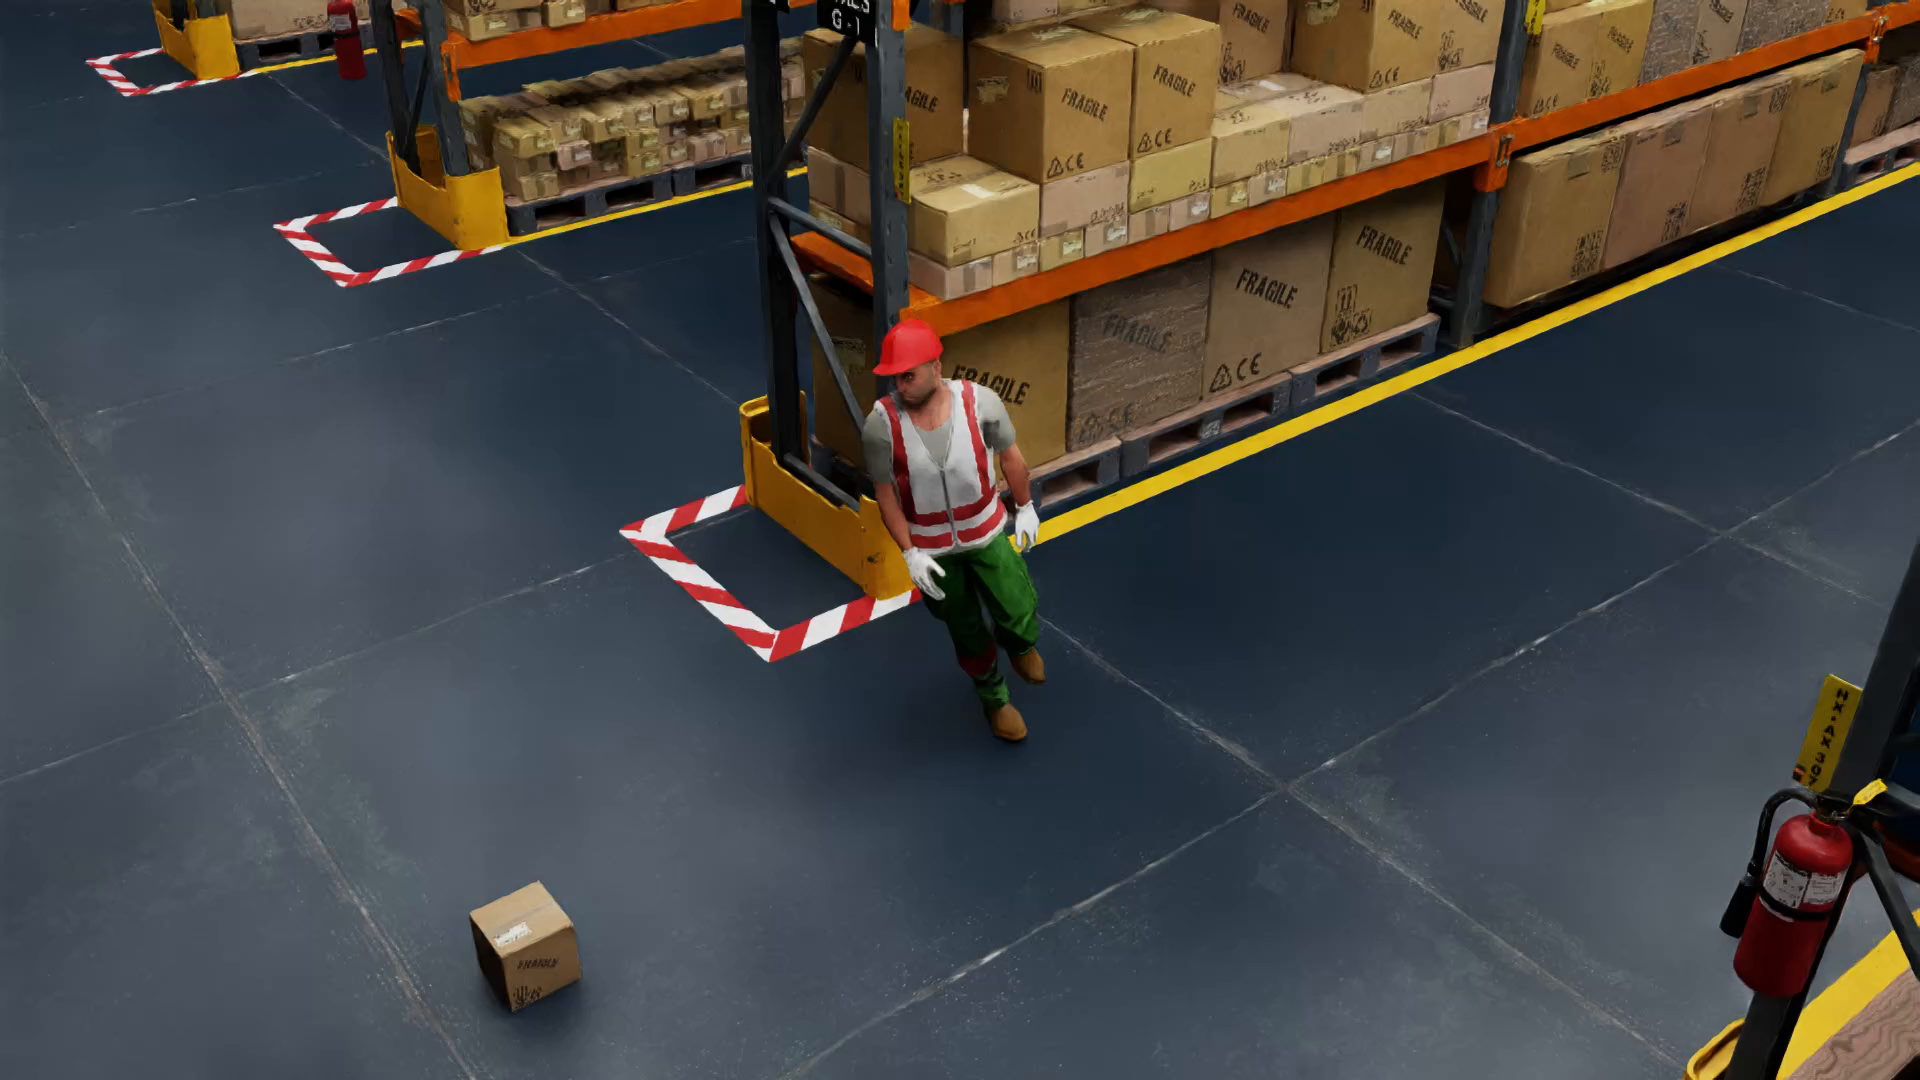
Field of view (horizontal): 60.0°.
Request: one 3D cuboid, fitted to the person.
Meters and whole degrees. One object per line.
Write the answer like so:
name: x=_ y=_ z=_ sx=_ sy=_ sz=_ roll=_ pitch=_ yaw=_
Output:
person: x=0.010 y=-0.011 z=6.142 sx=0.717 sy=1.748 sz=0.515 roll=-5 pitch=32 yaw=-8
